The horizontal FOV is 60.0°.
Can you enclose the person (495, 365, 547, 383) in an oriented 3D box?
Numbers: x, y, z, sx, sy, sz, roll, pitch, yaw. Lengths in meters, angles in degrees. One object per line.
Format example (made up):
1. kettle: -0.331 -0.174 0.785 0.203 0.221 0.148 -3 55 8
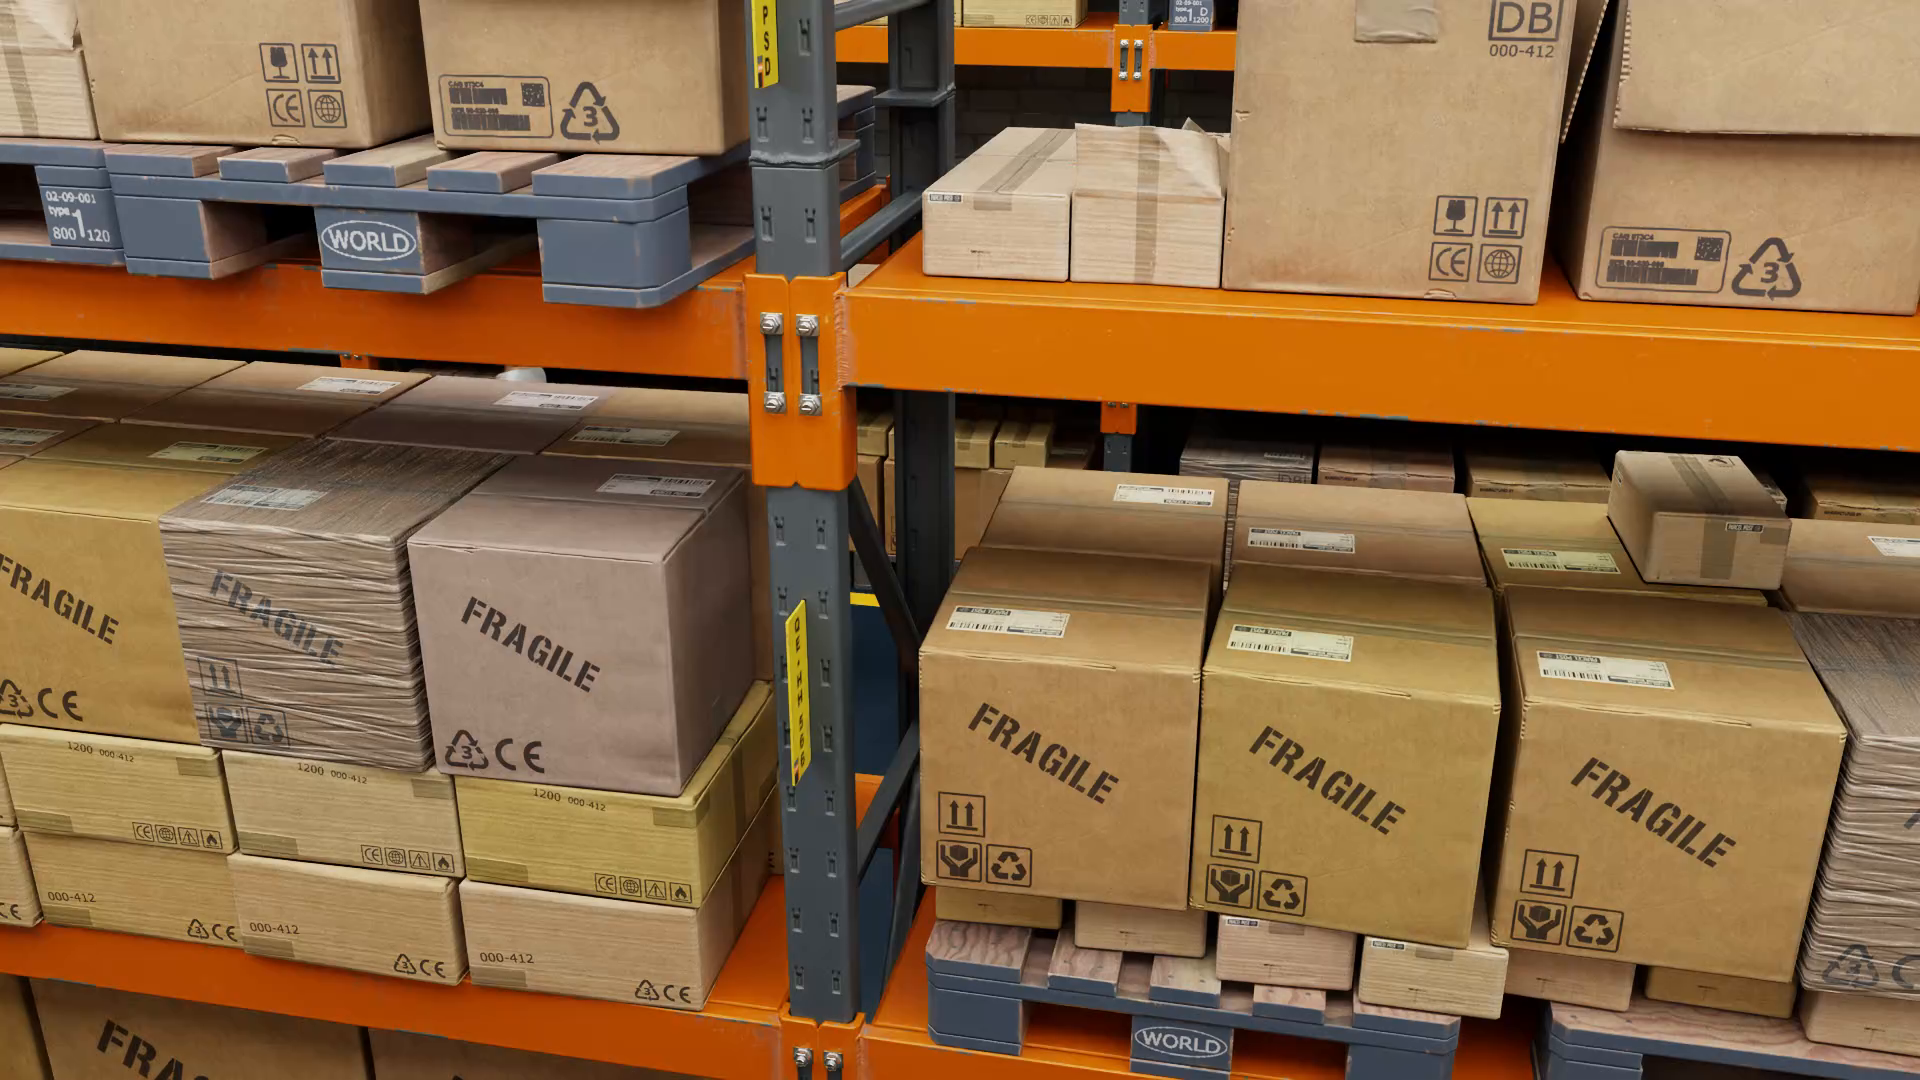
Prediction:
1. person: -2.048 -0.242 7.687 0.446 1.629 0.412 5 23 13
